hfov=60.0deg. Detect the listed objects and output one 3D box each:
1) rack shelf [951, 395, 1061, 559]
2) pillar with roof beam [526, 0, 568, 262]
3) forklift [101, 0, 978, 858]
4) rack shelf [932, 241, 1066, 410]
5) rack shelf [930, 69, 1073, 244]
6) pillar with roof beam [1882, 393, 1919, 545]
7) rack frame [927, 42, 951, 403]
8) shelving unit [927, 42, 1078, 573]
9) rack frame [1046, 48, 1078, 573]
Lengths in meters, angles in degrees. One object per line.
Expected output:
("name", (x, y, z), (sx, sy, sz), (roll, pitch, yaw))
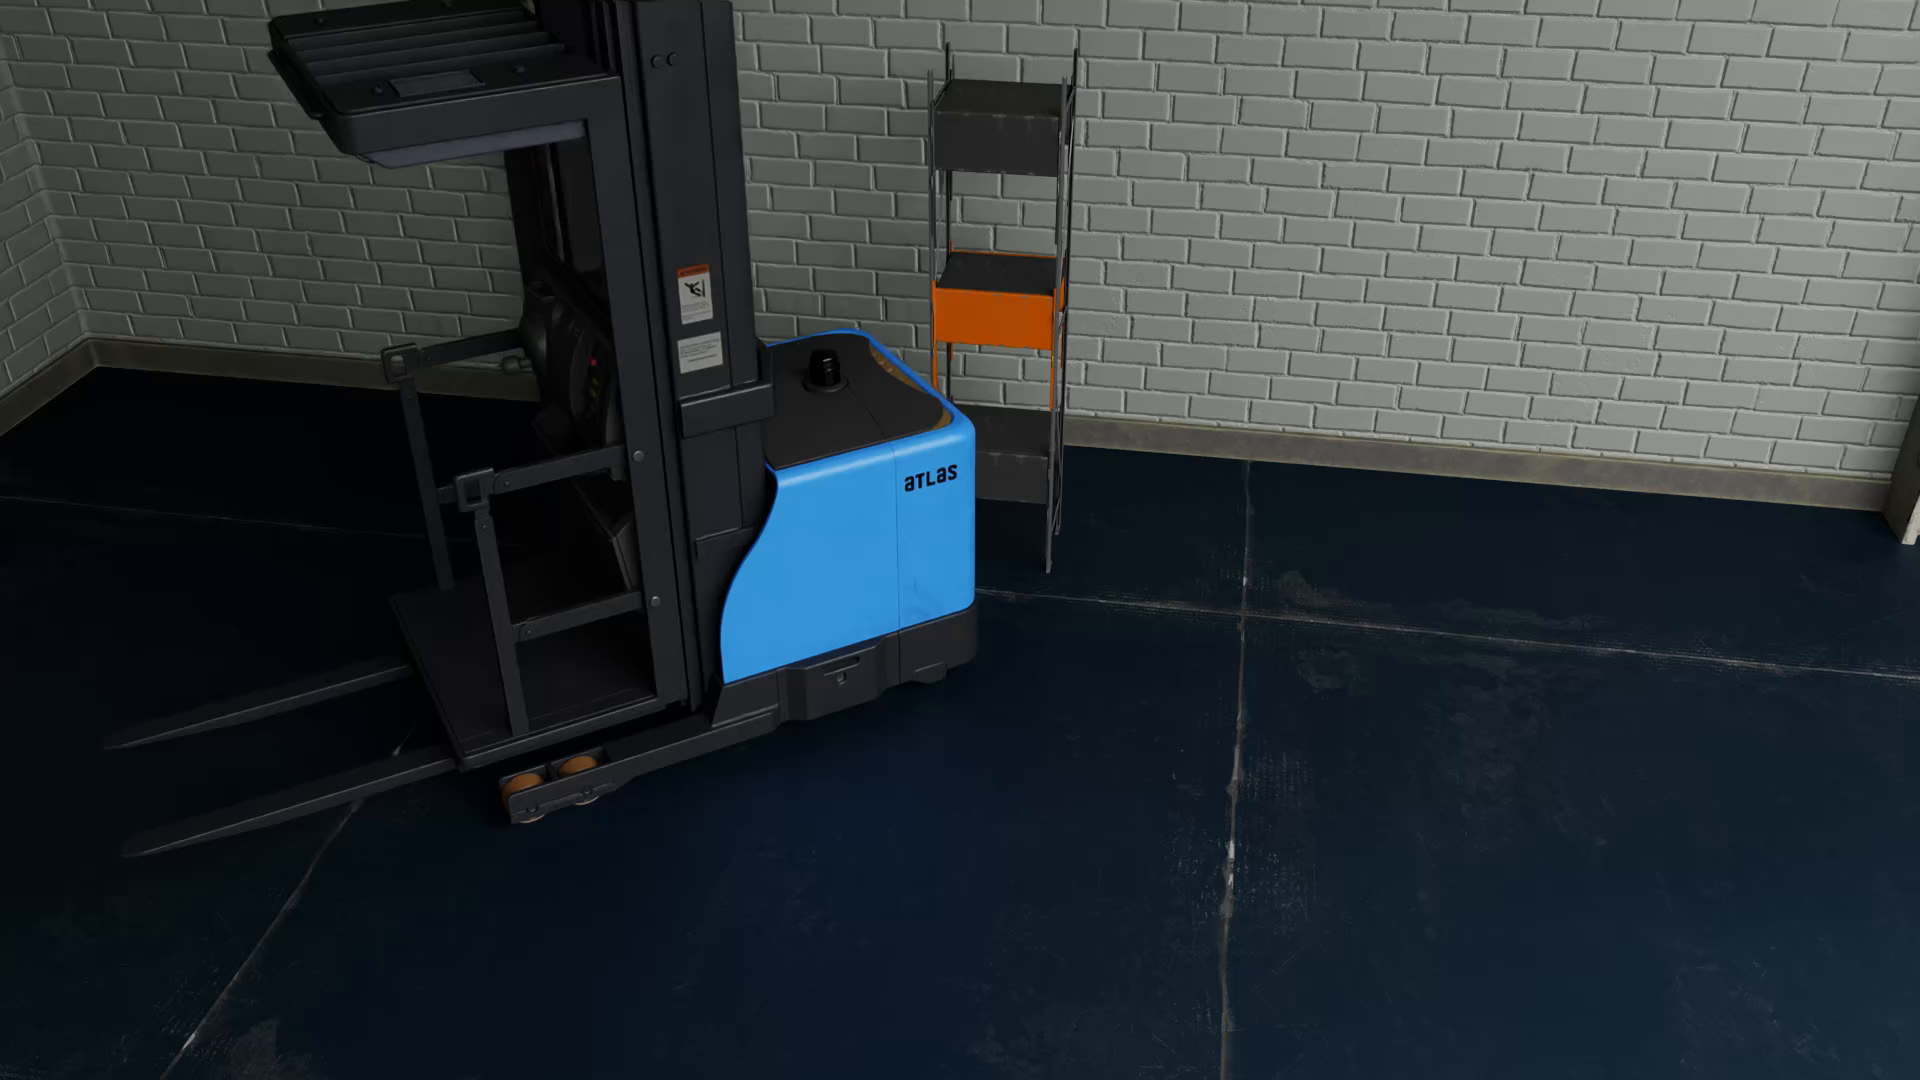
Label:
("rack shelf", (0.163, -0.270, 7.048), (0.480, 0.518, 0.431), (5, 32, 8))
("pillar with roof beam", (-2.329, -2.146, 2.197), (0.400, 9.000, 9.100), (5, 32, 8))
("forklift", (-1.473, -0.595, 5.438), (3.031, 2.935, 1.130), (-16, 35, -24))
("rack shelf", (0.163, -0.864, 6.677), (0.480, 0.518, 0.431), (5, 32, 8))
("rack shelf", (0.163, -1.457, 6.305), (0.480, 0.518, 0.431), (5, 32, 8))
("pillar with roof beam", (3.585, -1.611, 1.342), (0.400, 9.000, 9.100), (5, 32, 8))
("rack frame", (-0.077, -0.897, 6.704), (0.015, 2.100, 0.400), (5, 32, 8))
("shelving unit", (0.163, -0.875, 6.669), (0.503, 2.100, 0.431), (5, 32, 8))
("rack frame", (0.404, -0.853, 6.634), (0.015, 2.100, 0.400), (5, 32, 8))
